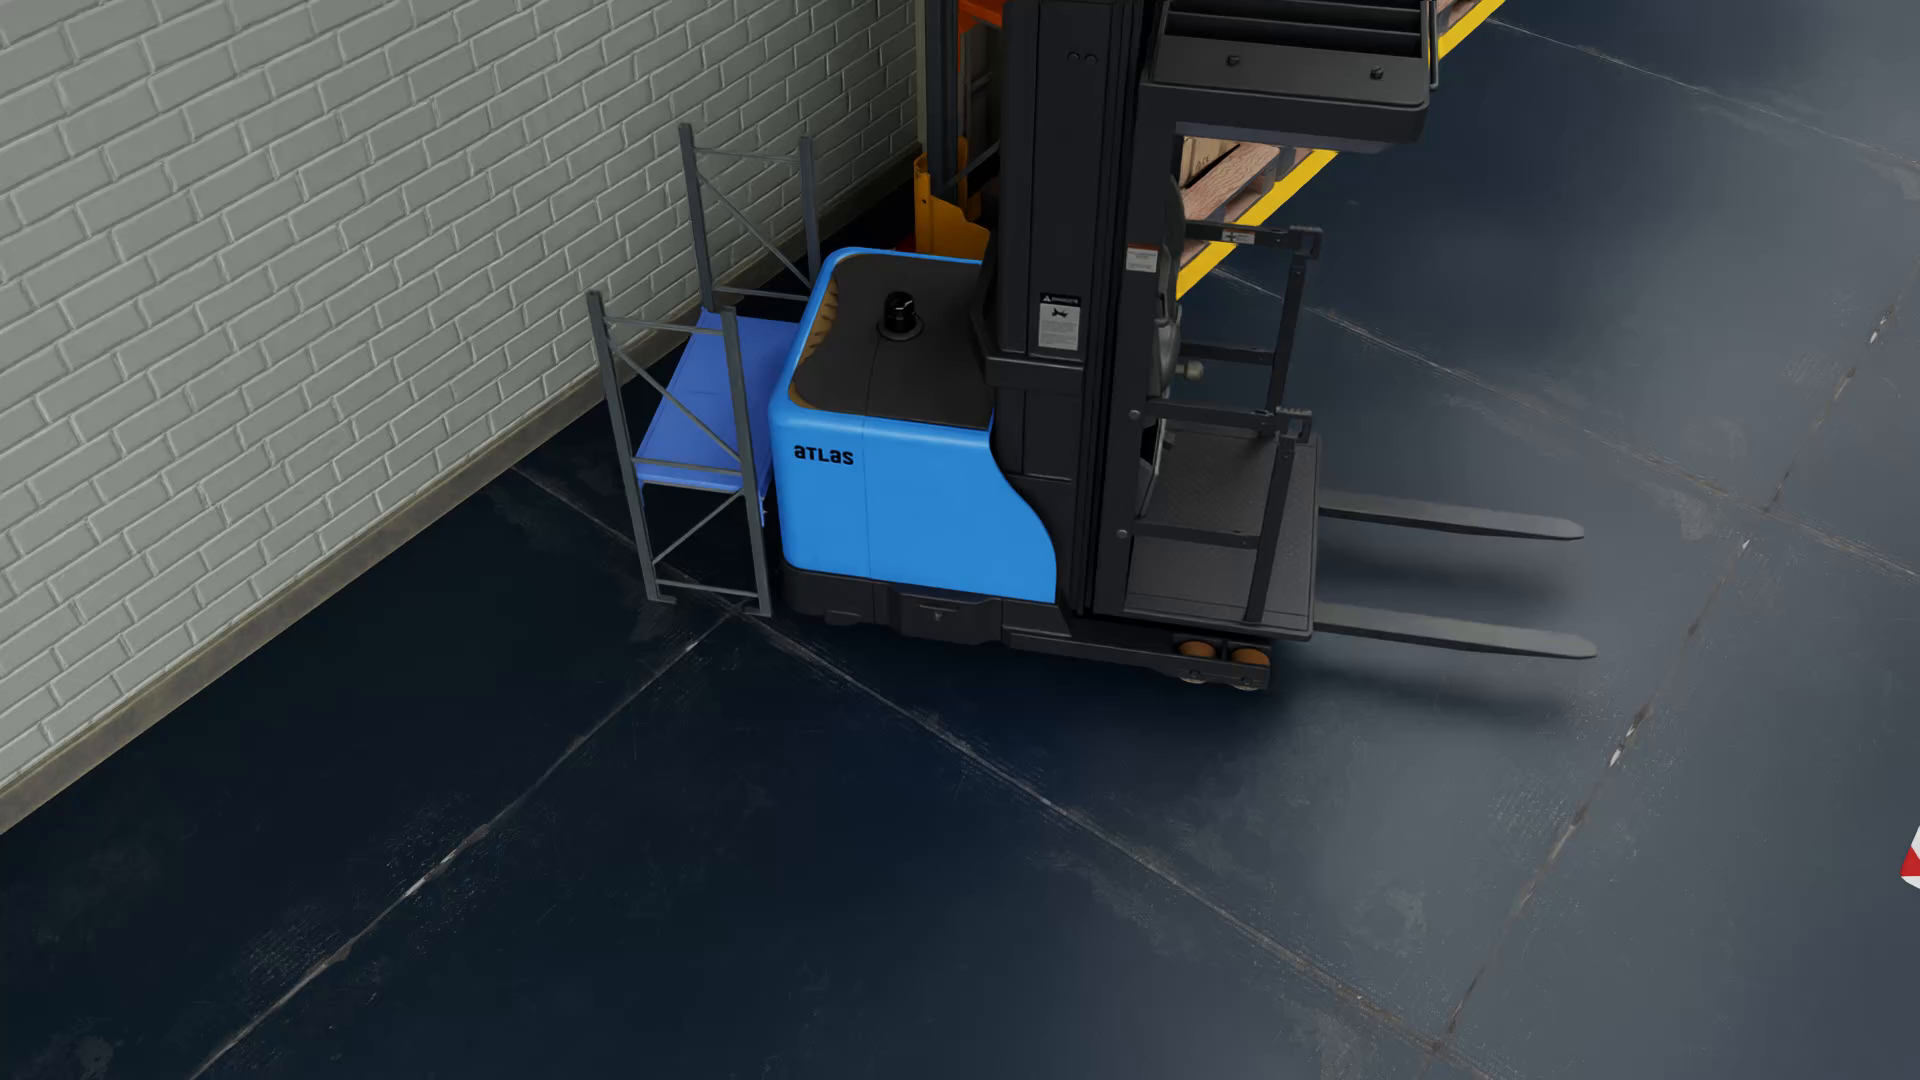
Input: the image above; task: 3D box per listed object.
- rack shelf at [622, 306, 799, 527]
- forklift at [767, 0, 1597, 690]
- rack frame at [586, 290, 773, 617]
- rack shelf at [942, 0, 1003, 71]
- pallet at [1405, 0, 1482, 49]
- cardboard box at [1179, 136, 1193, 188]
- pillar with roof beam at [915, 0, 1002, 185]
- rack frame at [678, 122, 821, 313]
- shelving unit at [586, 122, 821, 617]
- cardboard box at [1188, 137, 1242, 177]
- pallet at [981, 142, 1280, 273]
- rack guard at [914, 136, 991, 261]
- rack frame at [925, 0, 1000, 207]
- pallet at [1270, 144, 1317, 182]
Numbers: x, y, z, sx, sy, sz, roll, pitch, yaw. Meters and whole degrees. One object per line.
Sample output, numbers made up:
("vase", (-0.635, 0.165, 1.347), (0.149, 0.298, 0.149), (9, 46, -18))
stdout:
("rack shelf", (-0.884, -0.498, 6.437), (0.538, 0.185, 1.000), (8, 47, 7))
("forklift", (0.884, -0.869, 5.553), (3.031, 2.935, 1.130), (7, 47, 7))
("rack frame", (-0.977, -0.261, 5.962), (0.500, 1.500, 0.032), (8, 47, 7))
("rack shelf", (1.502, -3.125, 8.158), (1.077, 0.370, 4.000), (29, 53, 25))
("pallet", (2.342, -3.155, 9.618), (1.003, 0.211, 1.213), (29, 53, 25))
("cardboard box", (0.773, -1.808, 7.958), (0.500, 0.311, 0.500), (24, 51, 21))
("pillar with roof beam", (3.429, -3.181, 3.565), (9.100, 9.000, 0.400), (29, 53, 25))
("rack frame", (-0.791, -0.984, 6.653), (0.500, 1.500, 0.032), (8, 47, 7))
("shelving unit", (-0.884, -0.623, 6.307), (0.538, 1.500, 1.048), (8, 47, 7))
("cardboard box", (1.122, -2.135, 8.270), (0.500, 0.311, 0.500), (34, 55, 28))
("pallet", (0.850, -1.759, 8.284), (1.003, 0.211, 1.213), (29, 53, 25))
("rack guard", (0.325, -1.409, 7.750), (1.175, 0.500, 0.348), (29, 53, 25))
("rack frame", (0.279, -2.229, 6.805), (1.000, 3.000, 0.127), (29, 53, 25))
("pallet", (1.596, -2.454, 8.948), (1.003, 0.211, 1.213), (29, 53, 25))
